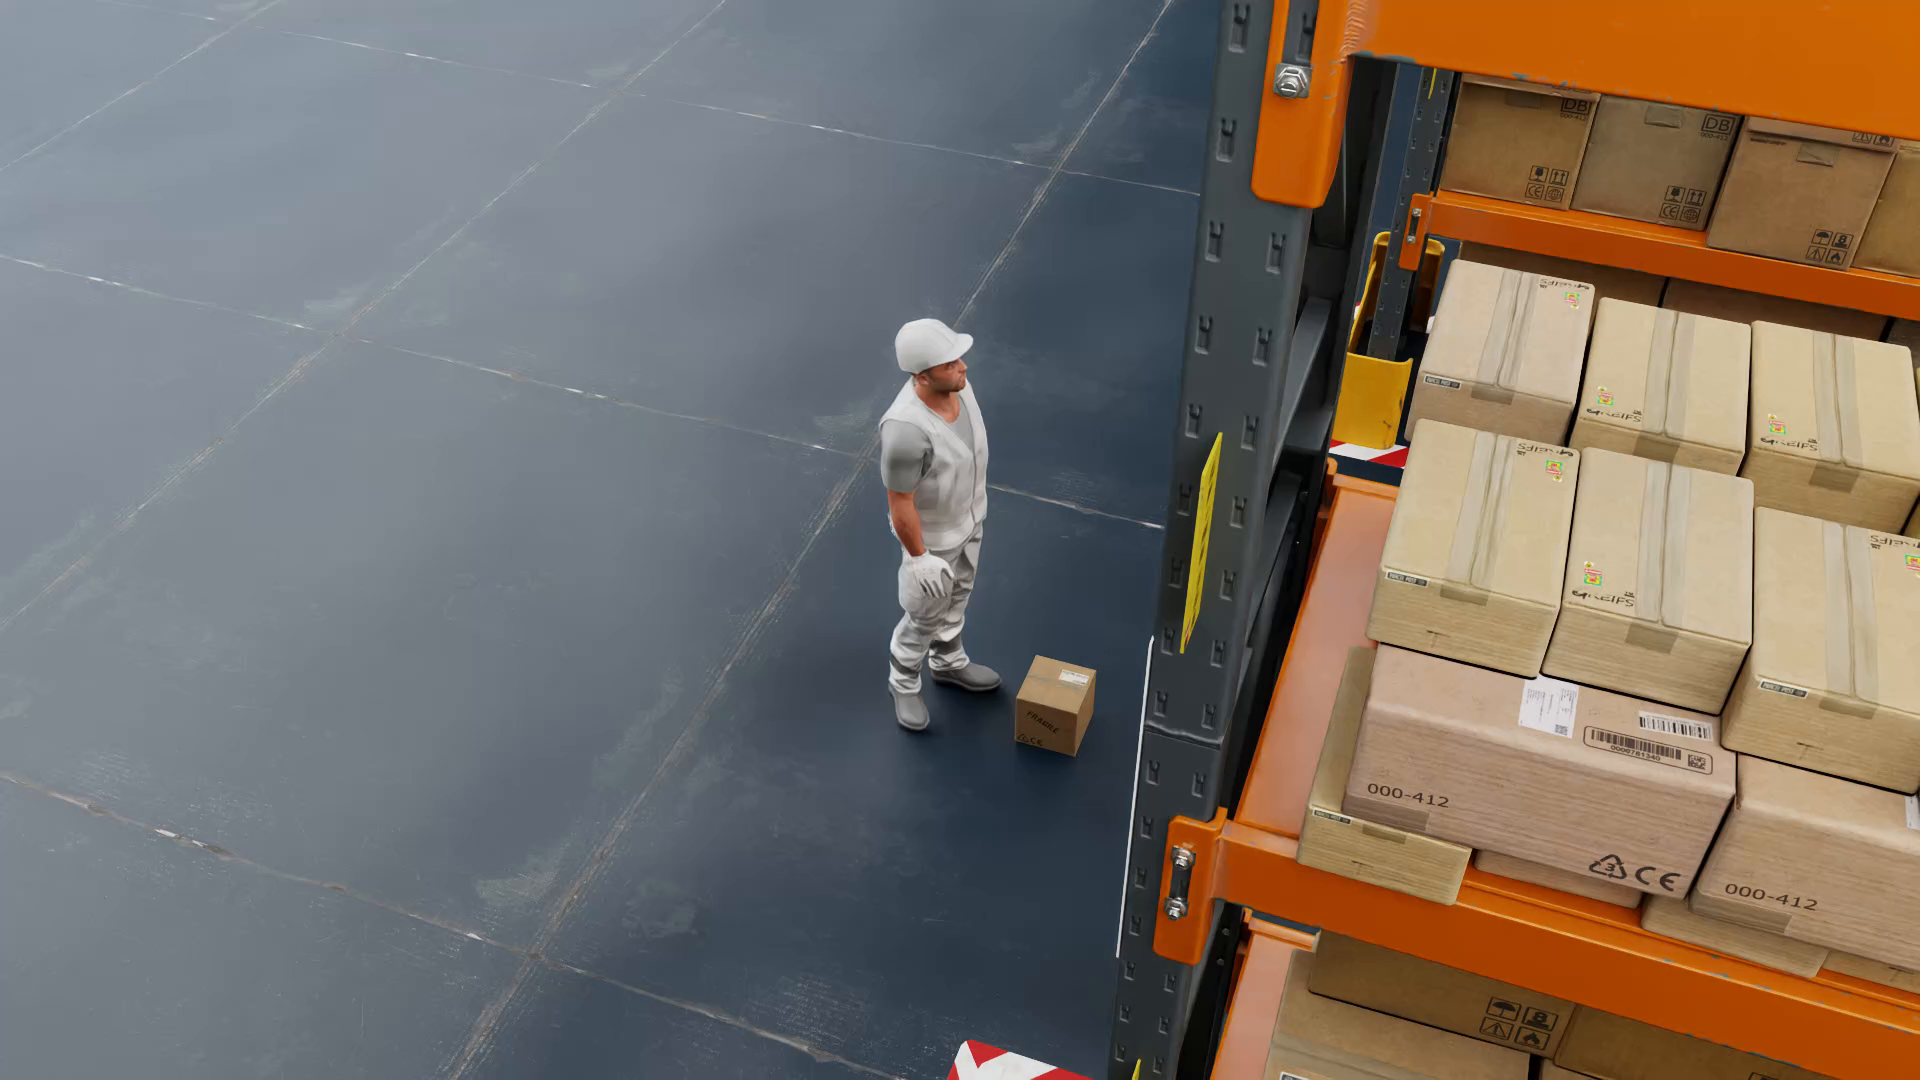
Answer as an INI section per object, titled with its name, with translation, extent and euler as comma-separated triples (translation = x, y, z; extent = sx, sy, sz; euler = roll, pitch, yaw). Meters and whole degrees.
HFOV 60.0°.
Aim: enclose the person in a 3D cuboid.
[person]
translation = -0.069, -0.056, 6.171
extent = 0.399, 1.790, 0.549
euler = 19, 45, 21
